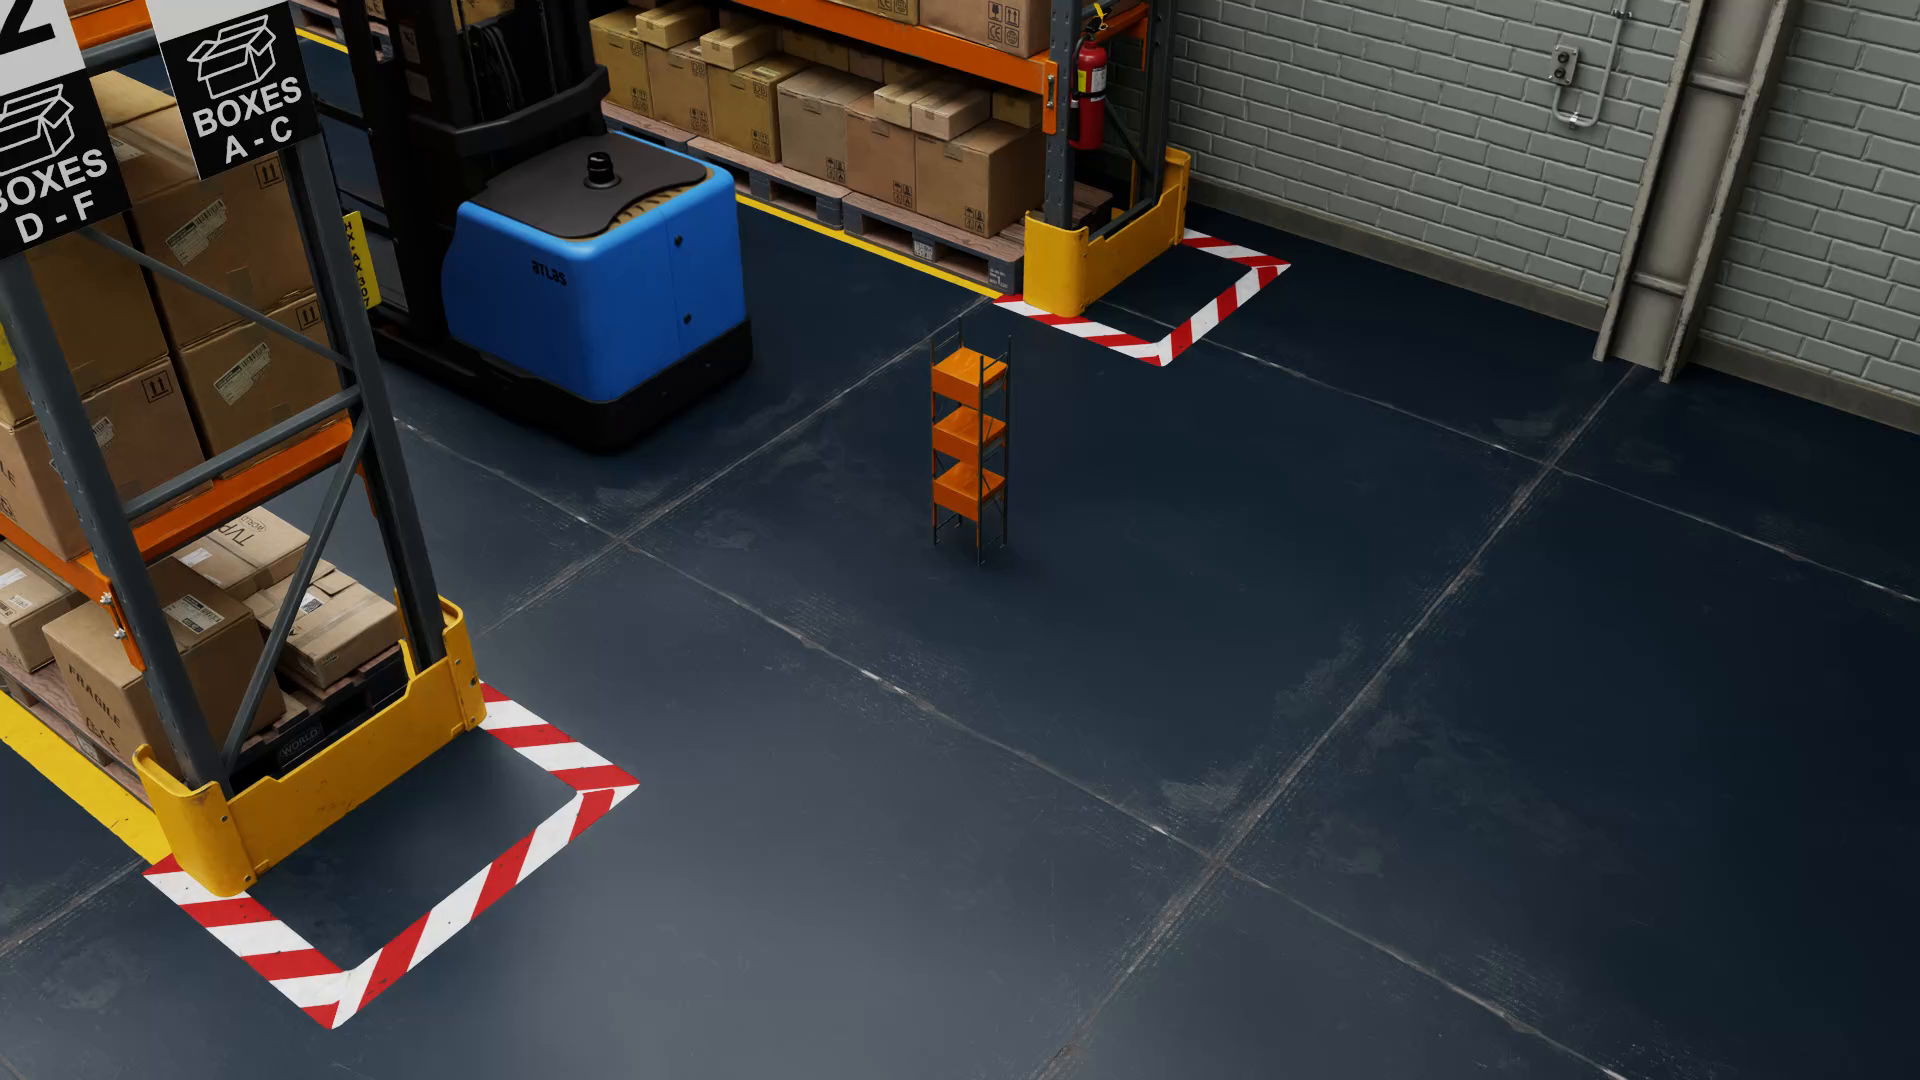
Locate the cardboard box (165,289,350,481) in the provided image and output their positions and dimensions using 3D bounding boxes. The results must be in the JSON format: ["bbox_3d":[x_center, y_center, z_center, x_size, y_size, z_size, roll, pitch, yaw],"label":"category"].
[{"bbox_3d":[-2.416,-0.598,5.500,0.500,0.500,0.500,26,45,29],"label":"cardboard box"}]

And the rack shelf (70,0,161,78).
[{"bbox_3d":[-3.813,-1.910,5.407,4.000,0.370,1.077,25,45,29],"label":"rack shelf"}]

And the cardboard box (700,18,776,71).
[{"bbox_3d":[-1.287,-2.882,9.659,0.250,0.149,0.380,24,44,27],"label":"cardboard box"}]

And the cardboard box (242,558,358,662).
[{"bbox_3d":[-2.546,0.260,6.426,0.250,0.166,0.380,25,45,29],"label":"cardboard box"}]

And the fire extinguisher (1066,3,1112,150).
[{"bbox_3d":[0.622,-2.231,8.031,0.183,0.674,0.296,25,45,29],"label":"fire extinguisher"}]

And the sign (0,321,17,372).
[{"bbox_3d":[-2.577,-0.580,4.362,0.005,0.325,0.100,25,45,29],"label":"sign"}]

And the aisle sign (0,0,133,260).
[{"bbox_3d":[-2.356,-1.112,4.128,0.004,0.787,0.394,25,45,29],"label":"aisle sign"}]

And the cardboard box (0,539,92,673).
[{"bbox_3d":[-3.542,0.192,6.445,0.500,0.250,0.500,25,45,29],"label":"cardboard box"}]

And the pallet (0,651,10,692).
[{"bbox_3d":[-3.883,0.051,7.014,1.213,0.211,1.003,25,45,29],"label":"pallet"}]

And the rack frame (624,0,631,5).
[{"bbox_3d":[-2.395,-4.189,10.167,0.127,3.000,1.000,25,45,29],"label":"rack frame"}]

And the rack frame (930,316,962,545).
[{"bbox_3d":[-0.054,-0.439,6.959,0.008,1.050,0.200,25,45,29],"label":"rack frame"}]

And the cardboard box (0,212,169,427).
[{"bbox_3d":[-2.745,-0.729,4.855,0.500,0.500,0.500,25,44,28],"label":"cardboard box"}]

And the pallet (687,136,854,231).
[{"bbox_3d":[-0.865,-2.311,10.030,1.213,0.211,1.003,25,45,29],"label":"pallet"}]

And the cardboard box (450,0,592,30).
[{"bbox_3d":[-2.990,-3.687,10.930,0.750,0.750,0.750,26,45,29],"label":"cardboard box"}]

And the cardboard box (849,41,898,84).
[{"bbox_3d":[-0.417,-2.770,9.515,0.250,0.149,0.380,26,45,29],"label":"cardboard box"}]

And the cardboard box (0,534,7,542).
[{"bbox_3d":[-3.906,-0.251,6.805,0.637,0.503,0.797,25,45,29],"label":"cardboard box"}]

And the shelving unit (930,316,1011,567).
[{"bbox_3d":[0.043,-0.393,6.901,0.252,1.050,0.215,25,45,29],"label":"shelving unit"}]

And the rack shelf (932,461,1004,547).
[{"bbox_3d":[0.043,-0.166,7.079,0.240,0.259,0.215,25,45,29],"label":"rack shelf"}]

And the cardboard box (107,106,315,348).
[{"bbox_3d":[-2.416,-0.992,5.192,0.500,0.500,0.500,27,45,30],"label":"cardboard box"}]

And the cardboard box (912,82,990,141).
[{"bbox_3d":[-0.047,-2.299,8.914,0.250,0.149,0.380,25,44,28],"label":"cardboard box"}]

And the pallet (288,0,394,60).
[{"bbox_3d":[-4.027,-3.799,11.932,1.213,0.211,1.003,25,45,29],"label":"pallet"}]

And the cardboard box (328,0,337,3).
[{"bbox_3d":[-4.376,-4.335,11.757,0.750,0.750,0.750,25,44,28],"label":"cardboard box"}]

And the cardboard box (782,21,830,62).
[{"bbox_3d":[-0.822,-2.960,9.759,0.250,0.149,0.380,24,44,28],"label":"cardboard box"}]

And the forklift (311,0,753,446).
[{"bbox_3d":[-2.518,-2.318,7.833,3.031,2.935,1.130,24,44,28],"label":"forklift"}]

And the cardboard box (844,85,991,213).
[{"bbox_3d":[-0.232,-2.272,9.406,0.500,0.500,0.700,25,45,28],"label":"cardboard box"}]

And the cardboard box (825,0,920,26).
[{"bbox_3d":[-0.213,-3.262,8.740,0.700,0.700,0.980,25,44,28],"label":"cardboard box"}]

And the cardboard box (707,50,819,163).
[{"bbox_3d":[-1.060,-2.656,9.897,0.500,0.500,0.700,26,45,30],"label":"cardboard box"}]

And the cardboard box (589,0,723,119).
[{"bbox_3d":[-1.863,-3.040,10.386,0.500,0.500,0.700,26,45,29],"label":"cardboard box"}]

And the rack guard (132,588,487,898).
[{"bbox_3d":[-2.284,0.692,5.960,0.348,0.500,1.175,25,45,29],"label":"rack guard"}]

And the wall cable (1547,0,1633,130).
[{"bbox_3d":[2.374,-3.074,7.919,1.851,1.984,0.084,25,45,29],"label":"wall cable"}]

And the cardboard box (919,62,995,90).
[{"bbox_3d":[-0.016,-2.581,9.274,0.250,0.149,0.380,25,45,29],"label":"cardboard box"}]

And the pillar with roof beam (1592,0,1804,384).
[{"bbox_3d":[0.837,-2.357,2.961,0.400,9.000,9.100,25,45,29],"label":"pillar with roof beam"}]

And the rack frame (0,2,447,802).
[{"bbox_3d":[-2.224,-0.264,5.153,0.127,3.000,1.000,25,45,29],"label":"rack frame"}]

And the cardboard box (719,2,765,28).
[{"bbox_3d":[-1.228,-3.152,10.003,0.250,0.149,0.380,24,44,27],"label":"cardboard box"}]
